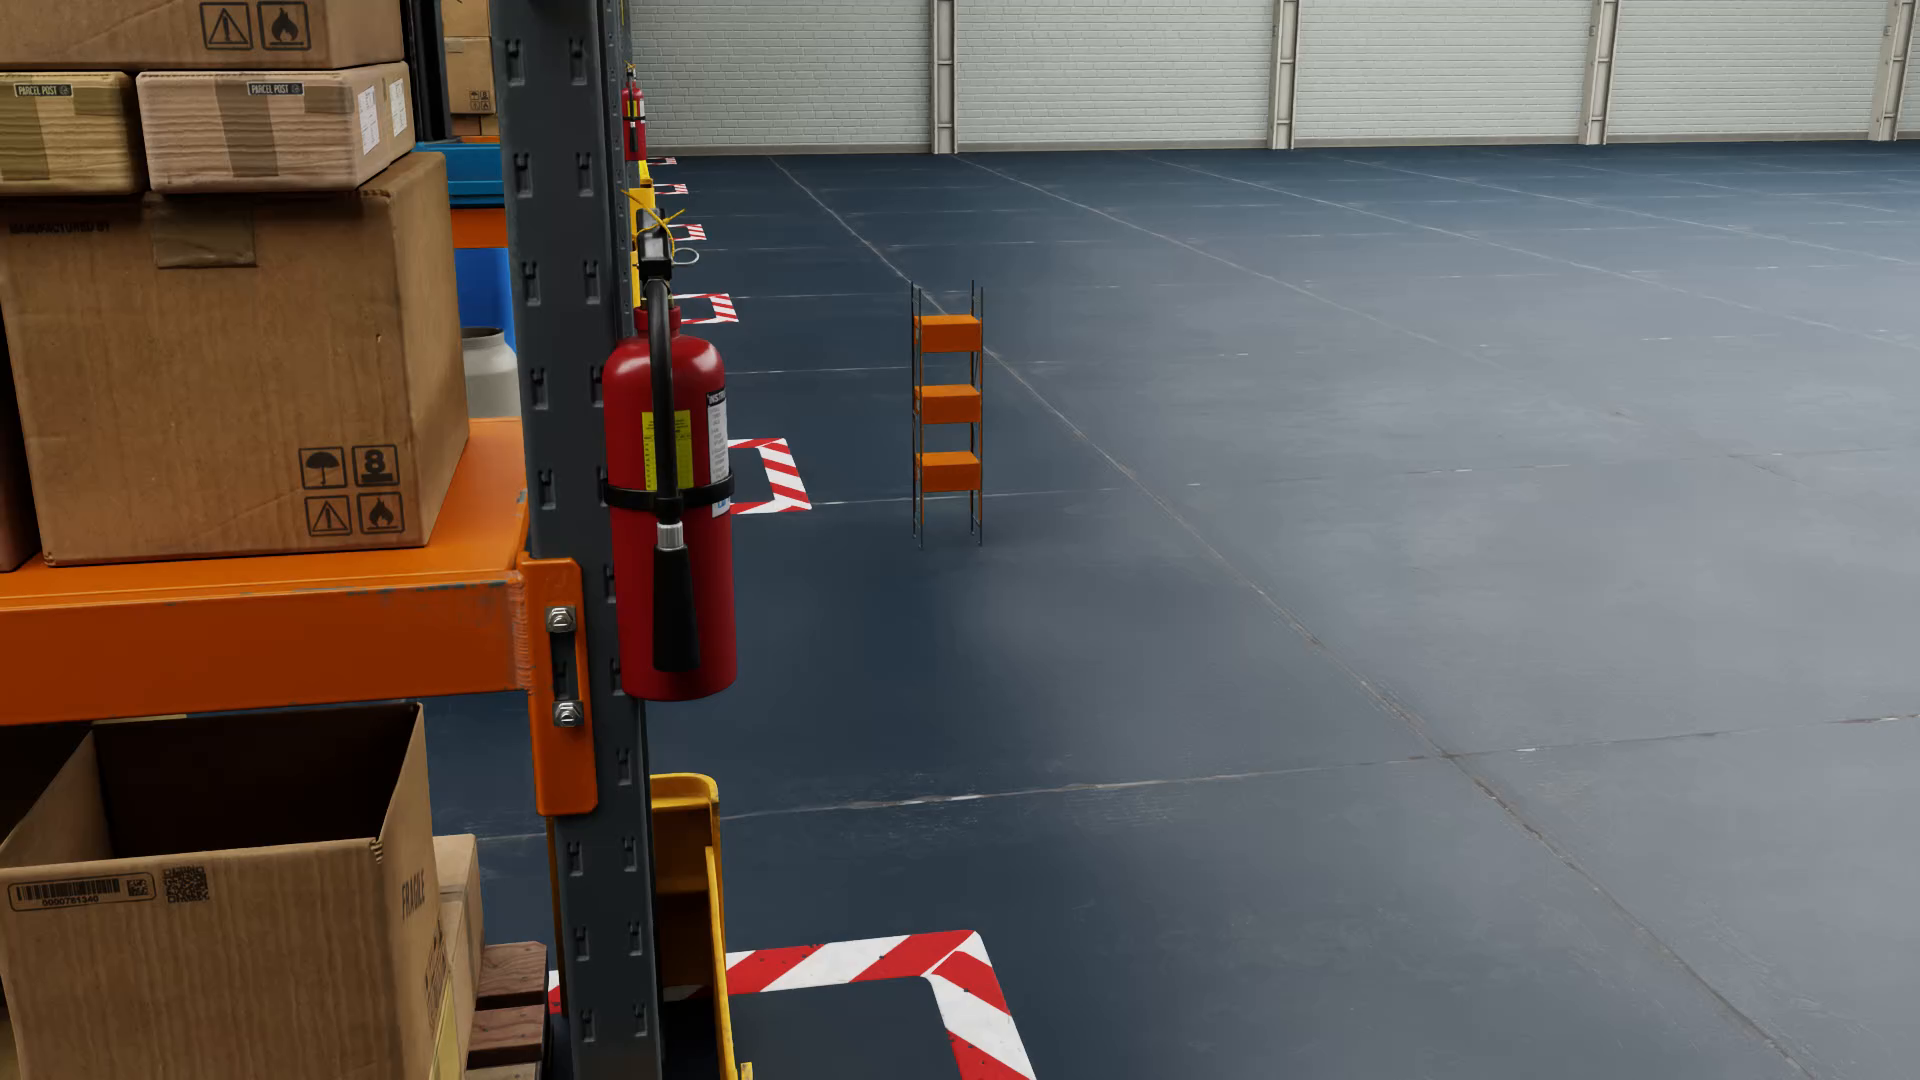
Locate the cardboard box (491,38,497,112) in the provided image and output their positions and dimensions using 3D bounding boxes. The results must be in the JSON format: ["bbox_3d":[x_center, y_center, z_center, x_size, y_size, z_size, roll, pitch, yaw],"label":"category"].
[{"bbox_3d":[-3.023,-3.312,11.808,0.500,0.500,0.875,-3,17,-10],"label":"cardboard box"}]

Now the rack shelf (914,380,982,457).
[{"bbox_3d":[-0.053,-0.489,6.651,0.240,0.259,0.215,-3,17,-10],"label":"rack shelf"}]

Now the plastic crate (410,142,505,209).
[{"bbox_3d":[-1.973,-1.531,6.942,0.616,0.251,0.499,-3,17,-10],"label":"plastic crate"}]

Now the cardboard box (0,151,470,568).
[{"bbox_3d":[-1.063,-0.314,2.554,0.500,0.500,0.700,-3,17,-10],"label":"cardboard box"}]

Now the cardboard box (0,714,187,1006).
[{"bbox_3d":[-1.661,0.461,2.893,0.500,0.500,0.500,-3,17,-10],"label":"cardboard box"}]

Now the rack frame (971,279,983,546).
[{"bbox_3d":[0.067,-0.506,6.670,0.008,1.050,0.200,-3,17,-10],"label":"rack frame"}]

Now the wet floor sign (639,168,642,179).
[{"bbox_3d":[-3.666,-4.027,18.823,0.232,0.644,0.267,-6,18,-20],"label":"wet floor sign"}]

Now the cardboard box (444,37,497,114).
[{"bbox_3d":[-3.491,-3.249,11.605,0.500,0.500,0.875,-3,17,-10],"label":"cardboard box"}]

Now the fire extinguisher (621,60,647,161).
[{"bbox_3d":[-2.278,-2.981,11.540,0.183,0.674,0.296,-3,17,-10],"label":"fire extinguisher"}]

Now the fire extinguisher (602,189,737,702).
[{"bbox_3d":[-0.398,-0.124,2.239,0.183,0.674,0.296,-3,17,-10],"label":"fire extinguisher"}]

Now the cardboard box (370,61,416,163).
[{"bbox_3d":[-1.028,-0.686,2.663,0.250,0.149,0.380,-3,17,-11],"label":"cardboard box"}]

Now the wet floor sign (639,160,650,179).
[{"bbox_3d":[-3.968,-4.578,20.617,0.232,0.644,0.267,3,17,9],"label":"wet floor sign"}]

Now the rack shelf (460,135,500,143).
[{"bbox_3d":[-4.441,-2.689,11.683,4.000,0.370,1.077,-3,17,-10],"label":"rack shelf"}]

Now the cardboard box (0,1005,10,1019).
[{"bbox_3d":[-1.661,0.820,3.001,0.500,0.250,0.500,-3,17,-10],"label":"cardboard box"}]

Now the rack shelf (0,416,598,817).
[{"bbox_3d":[-2.566,0.167,2.385,4.000,0.370,1.077,-3,17,-10],"label":"rack shelf"}]

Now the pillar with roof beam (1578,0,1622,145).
[{"bbox_3d":[12.332,-10.282,24.962,0.400,9.000,9.100,-3,17,-10],"label":"pillar with roof beam"}]

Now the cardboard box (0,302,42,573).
[{"bbox_3d":[-1.577,-0.283,2.455,0.500,0.500,0.700,-3,17,-9],"label":"cardboard box"}]

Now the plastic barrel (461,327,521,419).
[{"bbox_3d":[-2.170,-0.669,7.404,0.421,0.512,0.421,0,17,0],"label":"plastic barrel"}]

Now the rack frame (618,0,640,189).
[{"bbox_3d":[-3.319,-4.580,16.614,0.127,3.000,1.000,-3,17,-10],"label":"rack frame"}]

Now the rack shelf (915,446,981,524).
[{"bbox_3d":[-0.053,-0.223,6.733,0.240,0.259,0.215,-3,17,-10],"label":"rack shelf"}]

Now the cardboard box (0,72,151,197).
[{"bbox_3d":[-1.198,-0.555,2.235,0.250,0.149,0.380,-3,17,-9],"label":"cardboard box"}]

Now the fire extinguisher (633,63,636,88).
[{"bbox_3d":[-4.158,-5.838,20.841,0.183,0.674,0.296,-3,17,-10],"label":"fire extinguisher"}]

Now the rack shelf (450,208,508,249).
[{"bbox_3d":[-3.502,-1.261,7.034,4.000,0.370,1.077,-3,17,-10],"label":"rack shelf"}]

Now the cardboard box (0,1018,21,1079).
[{"bbox_3d":[-1.561,0.972,2.507,0.500,0.250,0.500,-3,17,-10],"label":"cardboard box"}]

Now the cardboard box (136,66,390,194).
[{"bbox_3d":[-0.941,-0.570,2.284,0.250,0.149,0.380,-4,17,-11],"label":"cardboard box"}]

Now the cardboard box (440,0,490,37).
[{"bbox_3d":[-3.460,-3.681,11.307,0.500,0.500,0.500,-3,17,-10],"label":"cardboard box"}]

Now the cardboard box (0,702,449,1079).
[{"bbox_3d":[-1.072,0.582,2.497,0.500,0.500,0.500,-3,17,-10],"label":"cardboard box"}]

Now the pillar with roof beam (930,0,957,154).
[{"bbox_3d":[0.550,-9.614,22.786,0.400,9.000,9.100,-3,17,-10],"label":"pillar with roof beam"}]

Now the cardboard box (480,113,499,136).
[{"bbox_3d":[-3.199,-2.906,11.593,0.250,0.149,0.380,-3,17,-10],"label":"cardboard box"}]

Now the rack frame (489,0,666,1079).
[{"bbox_3d":[-0.602,-0.288,2.642,0.127,3.000,1.000,-3,17,-10],"label":"rack frame"}]

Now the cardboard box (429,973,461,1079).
[{"bbox_3d":[-1.072,0.940,2.609,0.500,0.250,0.500,-3,17,-10],"label":"cardboard box"}]

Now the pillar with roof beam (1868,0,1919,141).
[{"bbox_3d":[18.224,-10.616,26.050,0.400,9.000,9.100,-3,17,-10],"label":"pillar with roof beam"}]

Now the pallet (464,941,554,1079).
[{"bbox_3d":[-1.345,1.099,2.873,1.213,0.211,1.003,-3,17,-10],"label":"pallet"}]

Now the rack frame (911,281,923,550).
[{"bbox_3d":[-0.172,-0.492,6.626,0.008,1.050,0.200,-3,17,-10],"label":"rack frame"}]

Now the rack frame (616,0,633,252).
[{"bbox_3d":[-2.477,-3.144,11.940,0.127,3.000,1.000,-3,17,-10],"label":"rack frame"}]

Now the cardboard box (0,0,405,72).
[{"bbox_3d":[-1.115,-0.931,2.354,0.500,0.500,0.700,-3,17,-10],"label":"cardboard box"}]

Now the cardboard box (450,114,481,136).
[{"bbox_3d":[-3.448,-2.897,11.562,0.250,0.149,0.380,-3,17,-10],"label":"cardboard box"}]

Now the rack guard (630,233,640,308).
[{"bbox_3d":[-2.552,-1.945,12.293,0.348,0.500,1.175,-3,17,-10],"label":"rack guard"}]

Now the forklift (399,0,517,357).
[{"bbox_3d":[-3.735,-2.341,9.441,3.031,2.935,1.130,4,18,14],"label":"forklift"}]

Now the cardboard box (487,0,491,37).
[{"bbox_3d":[-2.971,-3.710,11.403,0.500,0.500,0.500,-3,17,-10],"label":"cardboard box"}]

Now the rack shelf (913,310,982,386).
[{"bbox_3d":[-0.053,-0.760,6.568,0.240,0.259,0.215,-3,17,-10],"label":"rack shelf"}]

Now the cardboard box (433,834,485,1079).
[{"bbox_3d":[-1.171,0.791,3.095,0.500,0.250,0.500,-3,17,-10],"label":"cardboard box"}]

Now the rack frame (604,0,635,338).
[{"bbox_3d":[-1.538,-1.716,7.291,0.127,3.000,1.000,-3,17,-10],"label":"rack frame"}]

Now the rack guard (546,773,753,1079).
[{"bbox_3d":[-0.578,0.905,3.013,0.348,0.500,1.175,-3,17,-10],"label":"rack guard"}]

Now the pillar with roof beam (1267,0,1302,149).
[{"bbox_3d":[6.441,-9.948,23.874,0.400,9.000,9.100,-3,17,-10],"label":"pillar with roof beam"}]

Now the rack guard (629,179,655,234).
[{"bbox_3d":[-3.296,-3.386,16.985,0.348,0.500,1.175,-3,17,-10],"label":"rack guard"}]

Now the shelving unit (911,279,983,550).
[{"bbox_3d":[-0.053,-0.499,6.648,0.252,1.050,0.215,-3,17,-10],"label":"shelving unit"}]
